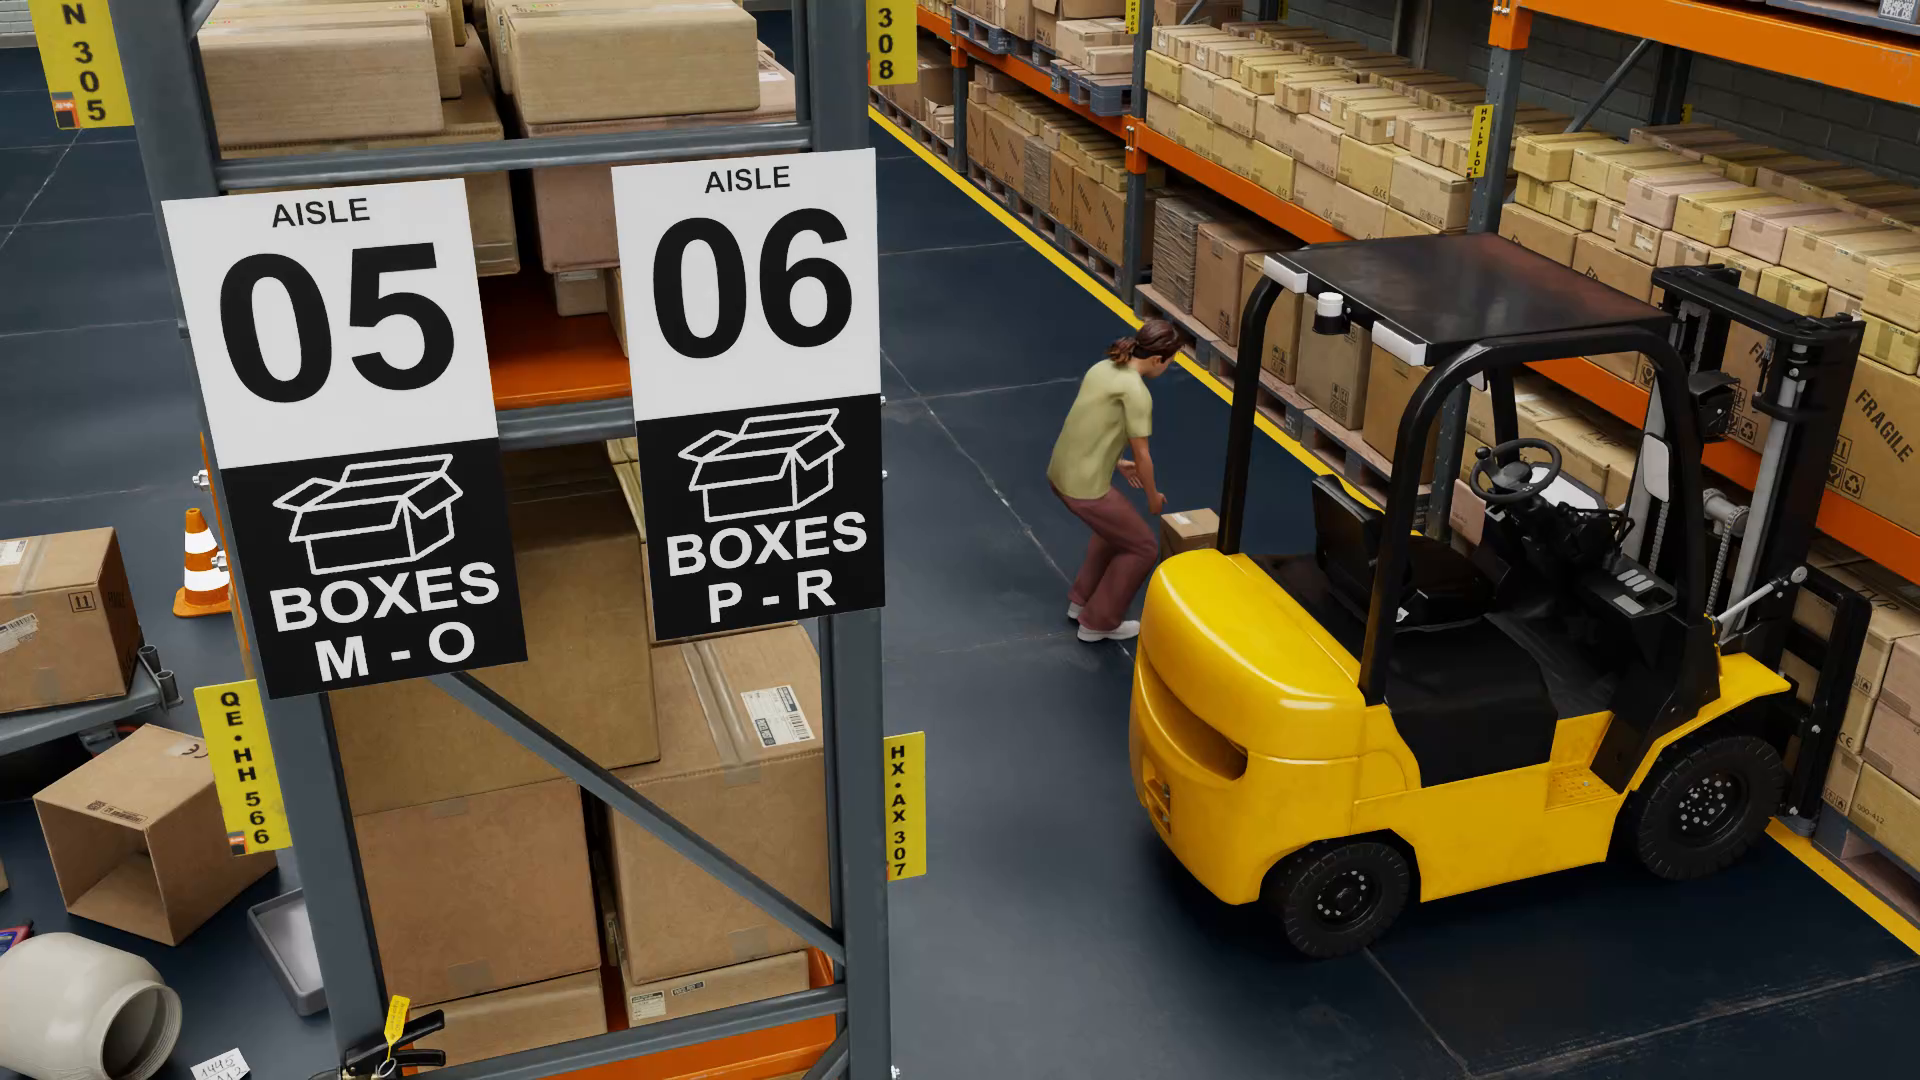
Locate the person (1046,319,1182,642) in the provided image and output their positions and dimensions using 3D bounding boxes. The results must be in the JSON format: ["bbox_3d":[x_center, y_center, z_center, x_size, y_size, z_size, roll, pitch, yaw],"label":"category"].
[{"bbox_3d":[0.677,-0.272,7.431,0.595,1.444,0.507,-8,28,-16],"label":"person"}]
